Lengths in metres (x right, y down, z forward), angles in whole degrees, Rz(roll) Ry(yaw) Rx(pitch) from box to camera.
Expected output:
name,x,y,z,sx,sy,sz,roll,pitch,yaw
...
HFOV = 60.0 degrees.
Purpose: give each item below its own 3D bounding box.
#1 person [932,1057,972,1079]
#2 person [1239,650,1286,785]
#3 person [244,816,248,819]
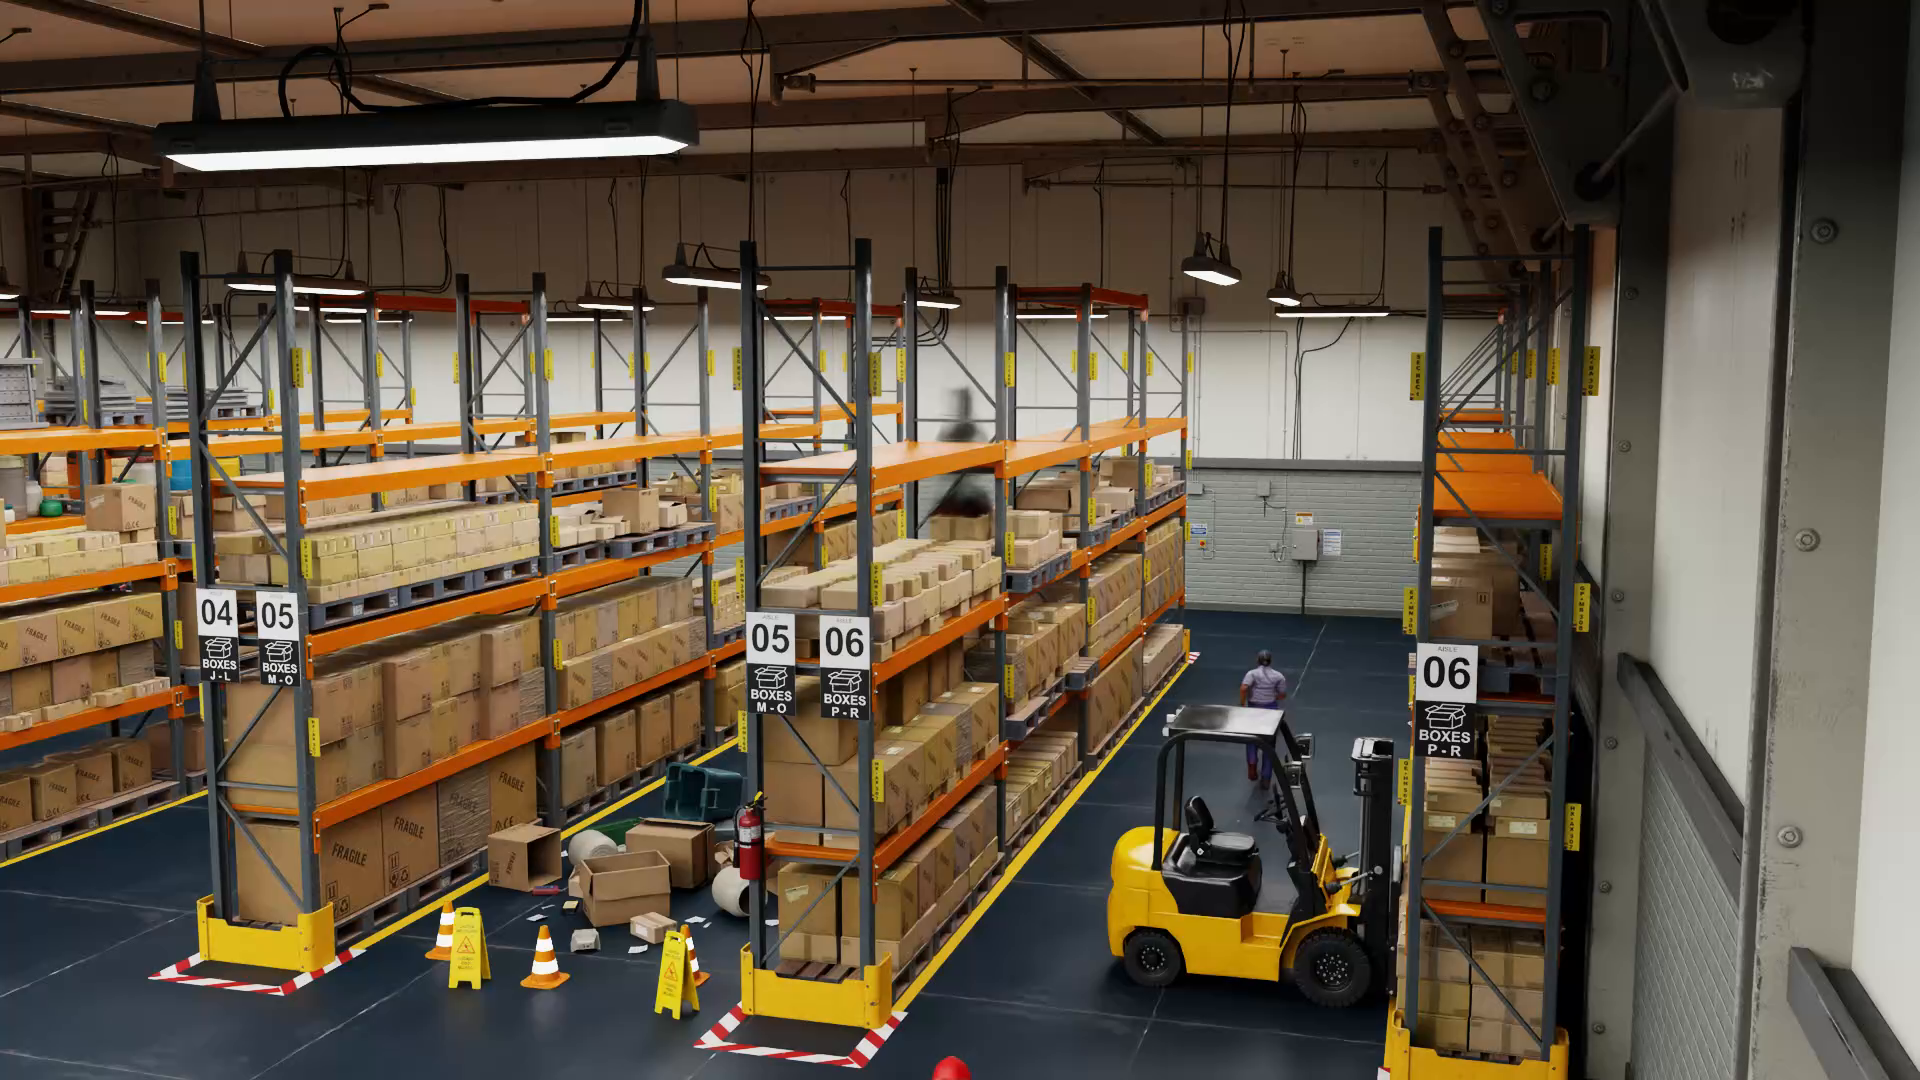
name,x,y,z,sx,sy,sz,roll,pitch,yaw
person,-0.062,3.386,8.534,0.654,1.711,0.775,-1,6,-7
person,3.637,2.113,20.068,0.577,1.608,0.703,1,6,5
person,-7.519,2.363,17.754,0.529,1.596,0.884,-1,6,-9
